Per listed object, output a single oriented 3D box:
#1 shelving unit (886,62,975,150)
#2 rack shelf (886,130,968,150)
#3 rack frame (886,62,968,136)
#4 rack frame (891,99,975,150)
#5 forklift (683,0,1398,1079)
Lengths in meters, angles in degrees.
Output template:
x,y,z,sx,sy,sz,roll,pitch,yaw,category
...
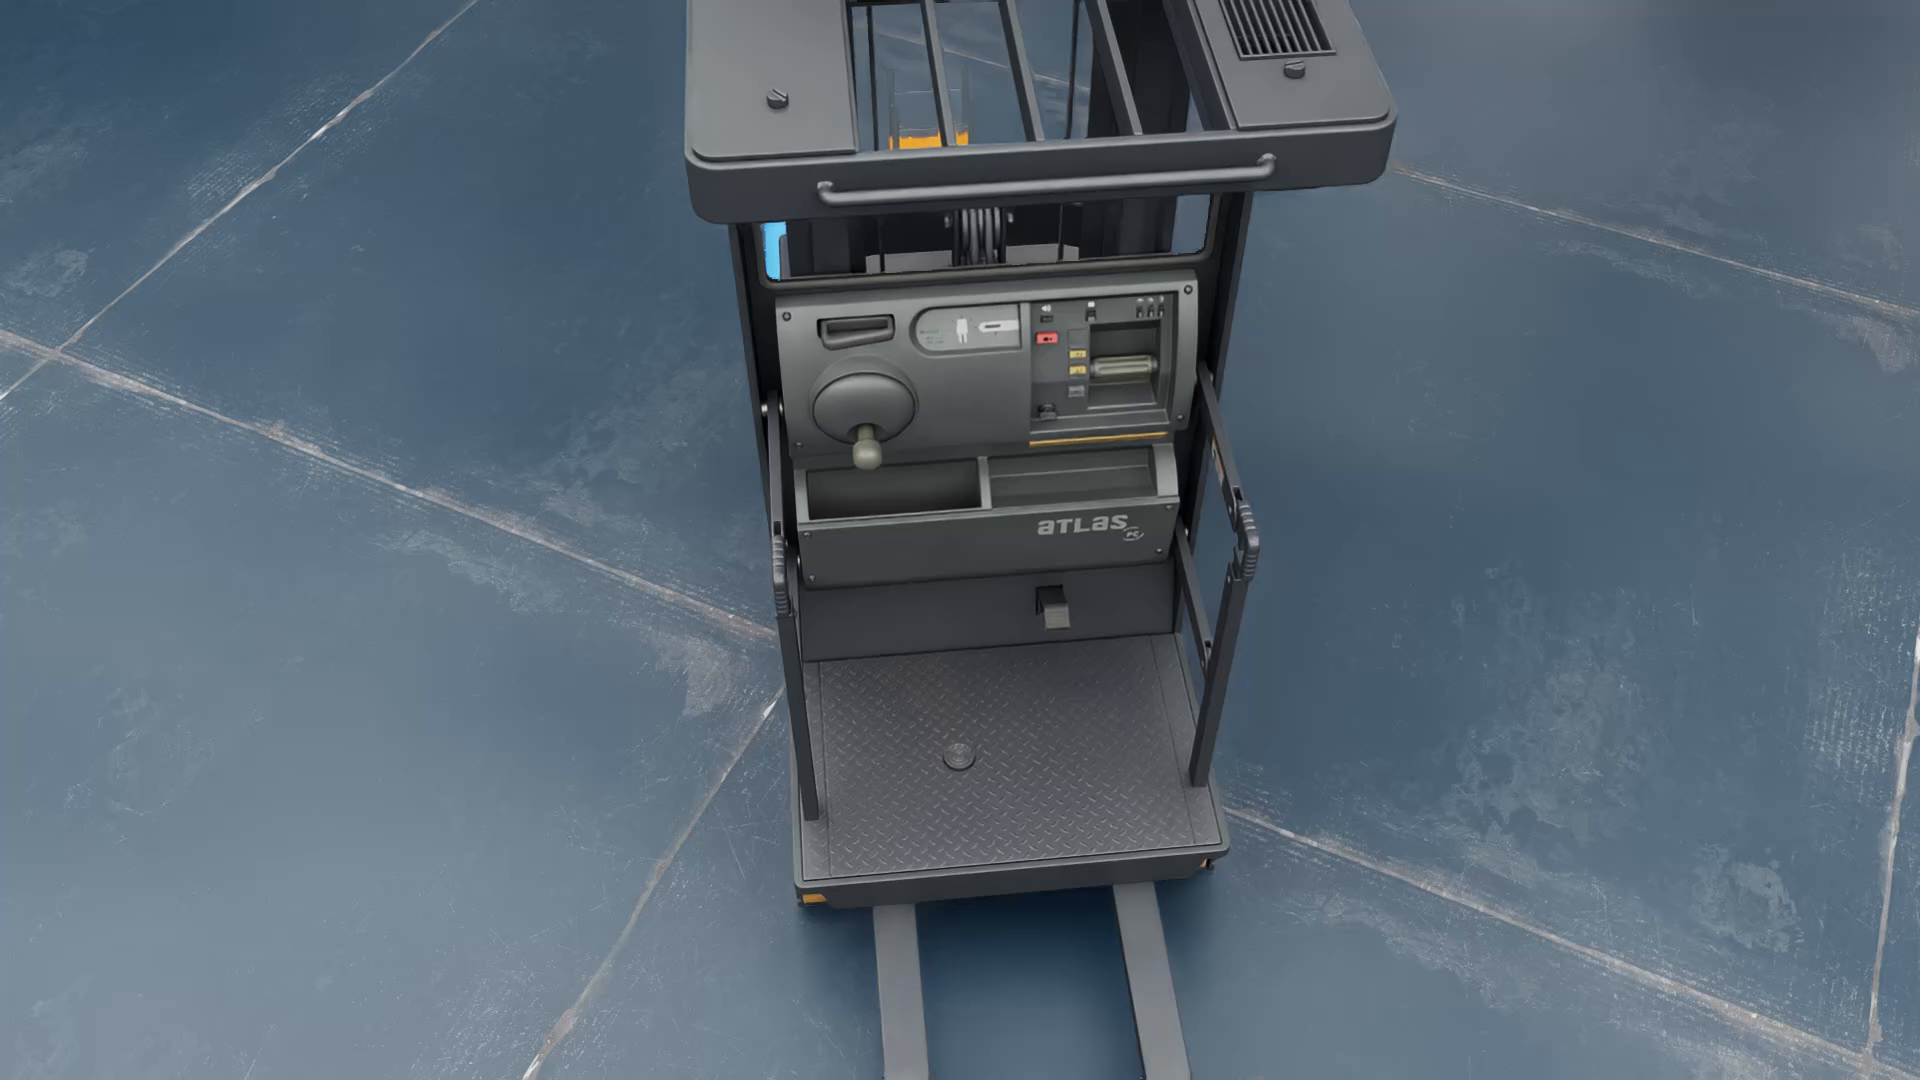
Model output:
x,y,z,sx,sy,sz,roll,pitch,yaw,category
-0.086,-0.930,5.253,0.258,1.200,0.189,-4,50,-4,shelving unit
-0.086,-1.134,5.013,0.258,0.103,0.180,-4,50,-4,rack shelf
-0.095,-0.999,5.312,0.240,1.200,0.006,-4,50,-4,rack frame
-0.077,-0.860,5.194,0.240,1.200,0.006,-4,50,-4,rack frame
0.089,-0.270,3.555,1.130,2.935,3.031,-4,50,-4,forklift
